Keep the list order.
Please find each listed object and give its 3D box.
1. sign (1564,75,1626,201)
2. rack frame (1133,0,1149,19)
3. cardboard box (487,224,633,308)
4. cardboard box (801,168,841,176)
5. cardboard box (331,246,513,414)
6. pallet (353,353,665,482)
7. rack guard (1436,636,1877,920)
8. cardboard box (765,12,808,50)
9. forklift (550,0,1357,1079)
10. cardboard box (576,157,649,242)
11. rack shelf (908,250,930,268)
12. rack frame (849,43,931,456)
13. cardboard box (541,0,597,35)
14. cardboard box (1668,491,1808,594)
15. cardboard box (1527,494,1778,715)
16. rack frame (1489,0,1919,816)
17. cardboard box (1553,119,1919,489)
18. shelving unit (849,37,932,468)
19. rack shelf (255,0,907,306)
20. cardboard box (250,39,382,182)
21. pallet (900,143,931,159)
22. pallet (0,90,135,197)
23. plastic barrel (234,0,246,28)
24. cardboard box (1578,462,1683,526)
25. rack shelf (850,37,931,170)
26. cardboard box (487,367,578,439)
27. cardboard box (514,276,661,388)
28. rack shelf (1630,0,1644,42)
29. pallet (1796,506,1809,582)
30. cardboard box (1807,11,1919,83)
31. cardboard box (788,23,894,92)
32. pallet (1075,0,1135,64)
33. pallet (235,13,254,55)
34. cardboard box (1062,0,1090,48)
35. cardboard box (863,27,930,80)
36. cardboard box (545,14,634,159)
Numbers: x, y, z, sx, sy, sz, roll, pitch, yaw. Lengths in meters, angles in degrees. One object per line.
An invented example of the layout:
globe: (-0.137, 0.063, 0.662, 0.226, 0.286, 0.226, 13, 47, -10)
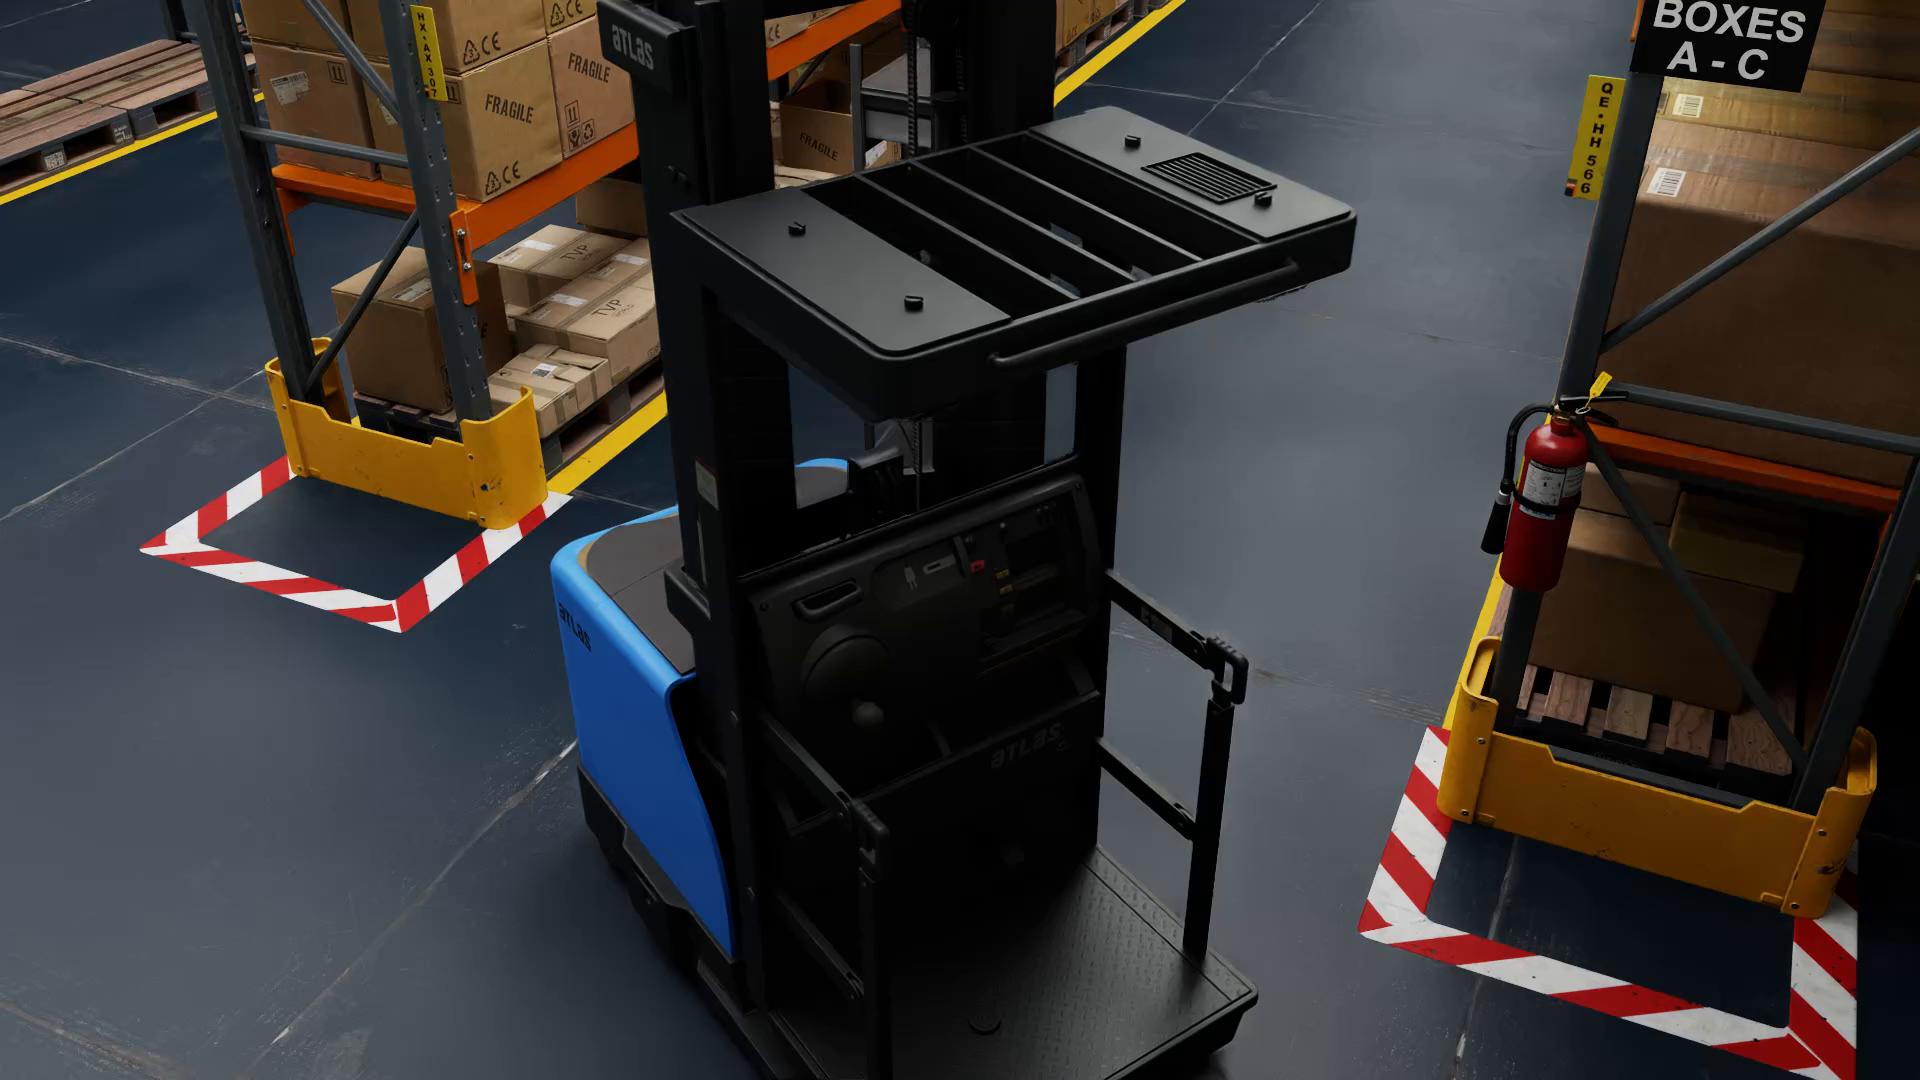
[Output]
sign: (1.660, -1.045, 4.336, 0.100, 0.325, 0.005, 14, 36, 20)
rack frame: (0.993, -5.449, 12.325, 1.000, 3.000, 0.127, 14, 36, 20)
cardboard box: (-1.925, -1.293, 8.092, 0.500, 0.250, 0.500, 14, 36, 20)
cardboard box: (-0.764, -1.900, 9.110, 0.380, 0.149, 0.250, 14, 36, 20)
cardboard box: (-2.350, -0.931, 7.313, 0.500, 0.500, 0.500, 14, 36, 20)
pallet: (-1.989, -0.734, 7.677, 1.003, 0.211, 1.213, 14, 36, 20)
rack guard: (2.137, 0.727, 5.186, 1.175, 0.500, 0.348, 14, 36, 20)
cardboard box: (-1.084, -2.678, 8.007, 0.500, 0.500, 0.500, 15, 36, 22)
forklift: (0.067, 0.202, 3.768, 1.130, 2.935, 3.031, -21, 39, -29)
cardboard box: (-1.462, -1.660, 8.422, 0.797, 0.503, 0.637, 14, 36, 20)
rack shelf: (-0.069, -0.784, 6.056, 0.431, 0.518, 0.480, 14, 36, 20)
rack frame: (-0.171, -0.674, 5.863, 0.400, 2.100, 0.015, 14, 36, 20)
cardboard box: (-1.717, -2.348, 6.592, 0.500, 0.500, 0.500, 15, 36, 21)
cardboard box: (2.478, 0.005, 5.313, 0.380, 0.149, 0.250, 14, 36, 21)
cardboard box: (2.349, 0.168, 5.655, 0.700, 0.500, 0.500, 14, 36, 20)
rack frame: (2.147, -0.330, 4.518, 1.000, 3.000, 0.127, 14, 36, 20)
cardboard box: (2.351, -0.712, 4.827, 0.980, 0.700, 0.700, 16, 36, 23)
shelving unit: (-0.069, -0.796, 6.049, 0.431, 2.100, 0.503, 14, 36, 20)
rack shelf: (-1.517, -2.160, 7.965, 1.077, 0.370, 4.000, 14, 36, 20)
cardboard box: (-2.414, -1.792, 6.657, 0.500, 0.500, 0.500, 15, 36, 22)
pallet: (-0.374, -2.705, 10.683, 1.003, 0.211, 1.213, 14, 36, 20)
pallet: (-5.959, -2.444, 10.285, 1.003, 0.211, 1.213, 14, 36, 20)
plastic barrel: (-4.935, -4.161, 11.890, 0.600, 0.901, 0.708, 14, 36, 20)
cardboard box: (2.237, -0.209, 5.639, 0.380, 0.149, 0.250, 14, 36, 20)
rack shelf: (-0.069, -1.370, 5.672, 0.431, 0.518, 0.480, 14, 36, 20)
cardboard box: (-1.867, -0.587, 7.108, 0.380, 0.149, 0.250, 14, 36, 20)
cardboard box: (-1.660, -0.954, 7.576, 0.500, 0.250, 0.500, 14, 36, 20)
rack shelf: (2.984, -2.280, 5.412, 1.077, 0.370, 4.000, 14, 36, 20)
pallet: (2.922, -0.186, 6.841, 1.003, 0.211, 1.213, 14, 36, 20)
cardboard box: (2.973, -1.455, 5.959, 0.980, 0.700, 0.700, 12, 35, 18)
cardboard box: (-0.734, -2.907, 10.327, 0.500, 0.500, 0.500, 14, 36, 20)
pallet: (0.646, -3.920, 12.536, 1.003, 0.211, 1.213, 14, 36, 20)
pallet: (-4.817, -3.804, 12.359, 1.003, 0.211, 1.213, 14, 36, 20)
cardboard box: (0.598, -3.811, 11.704, 0.500, 0.500, 0.500, 13, 35, 19)
cardboard box: (-0.257, -2.781, 10.134, 0.500, 0.500, 0.500, 13, 35, 18)
cardboard box: (-1.718, -1.926, 6.860, 0.500, 0.500, 0.500, 14, 36, 20)
